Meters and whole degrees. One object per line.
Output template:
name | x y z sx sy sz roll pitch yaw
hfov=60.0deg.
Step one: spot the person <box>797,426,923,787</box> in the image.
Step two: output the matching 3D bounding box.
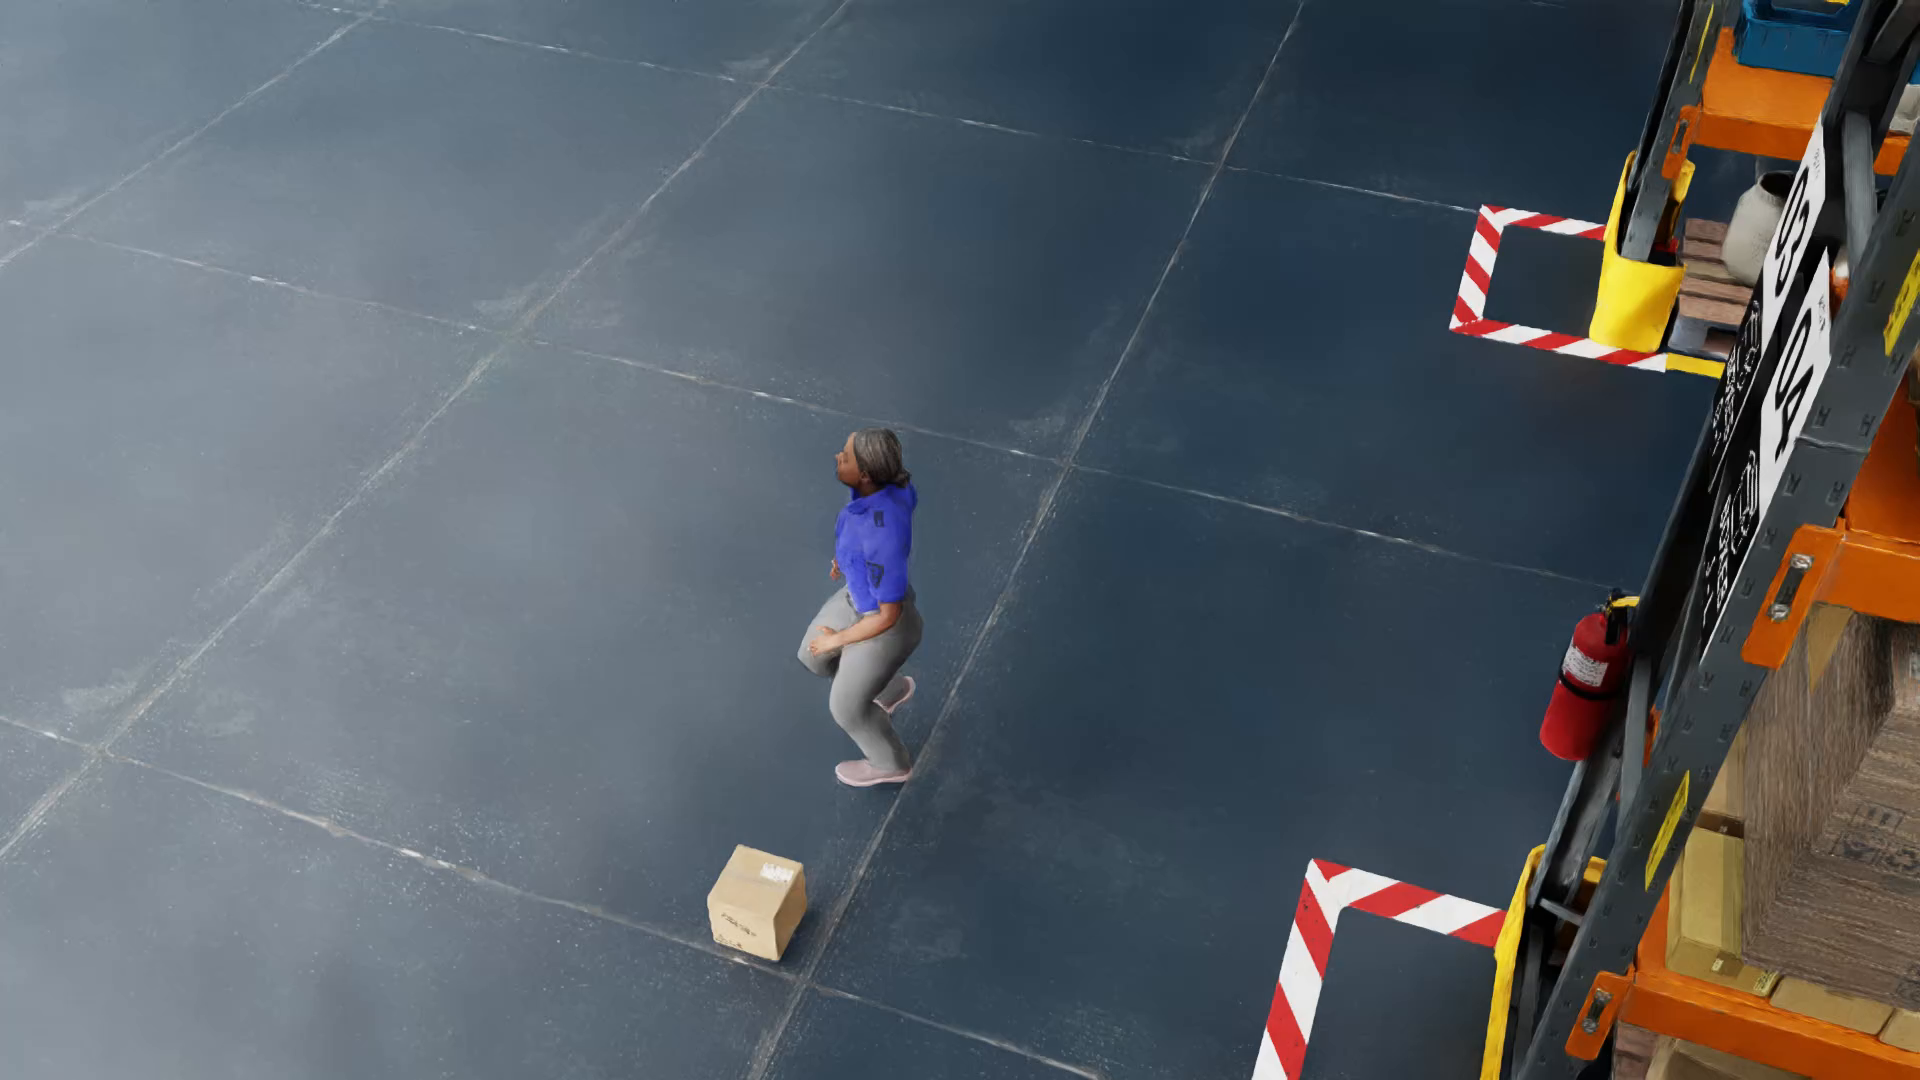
person | -0.347 0.284 5.878 0.472 1.627 0.621 -6 42 -7
